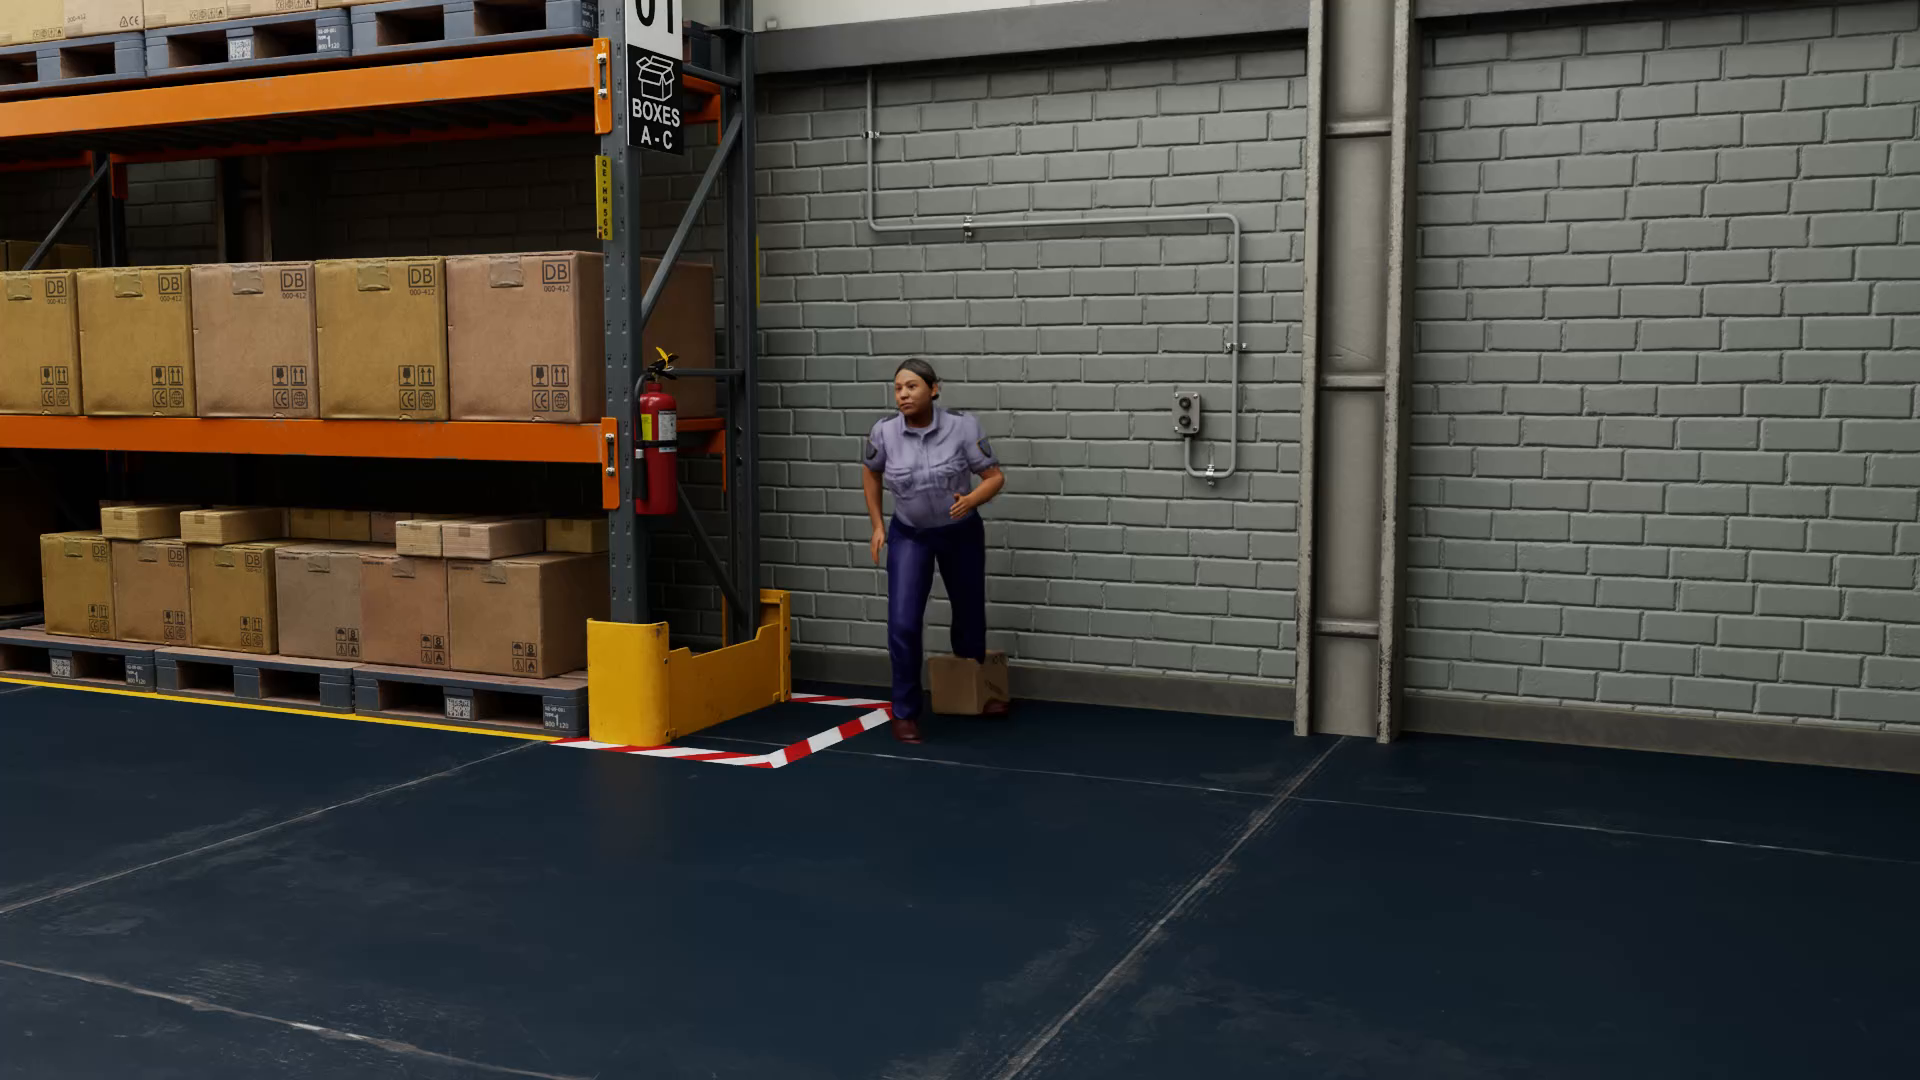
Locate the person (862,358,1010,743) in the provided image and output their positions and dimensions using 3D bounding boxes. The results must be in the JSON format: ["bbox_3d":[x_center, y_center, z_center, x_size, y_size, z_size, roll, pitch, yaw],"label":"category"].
[{"bbox_3d":[-0.078,0.042,6.975,0.644,1.573,0.822,-1,6,-7],"label":"person"}]
